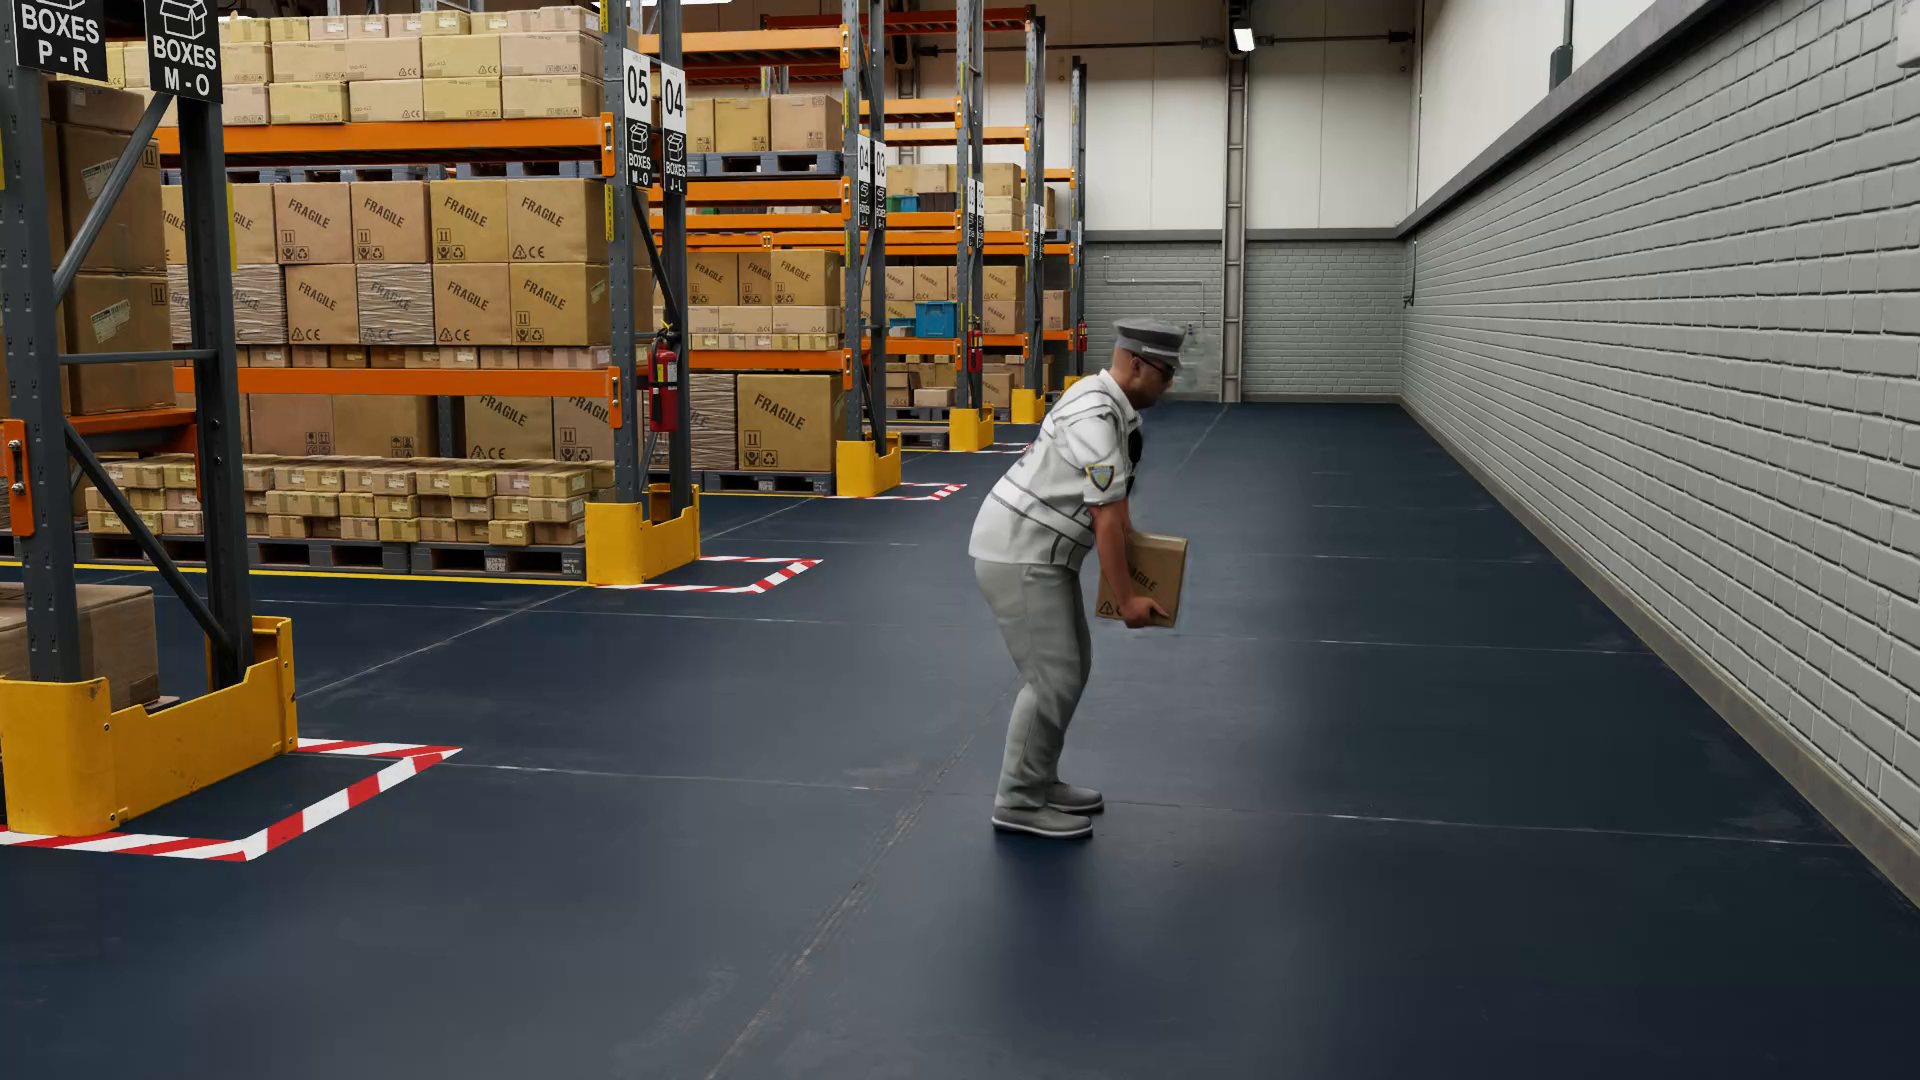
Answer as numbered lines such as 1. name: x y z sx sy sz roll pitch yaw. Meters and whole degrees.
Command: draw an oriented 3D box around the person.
1. person: 0.377 0.112 5.385 0.686 1.650 0.474 1 8 10
